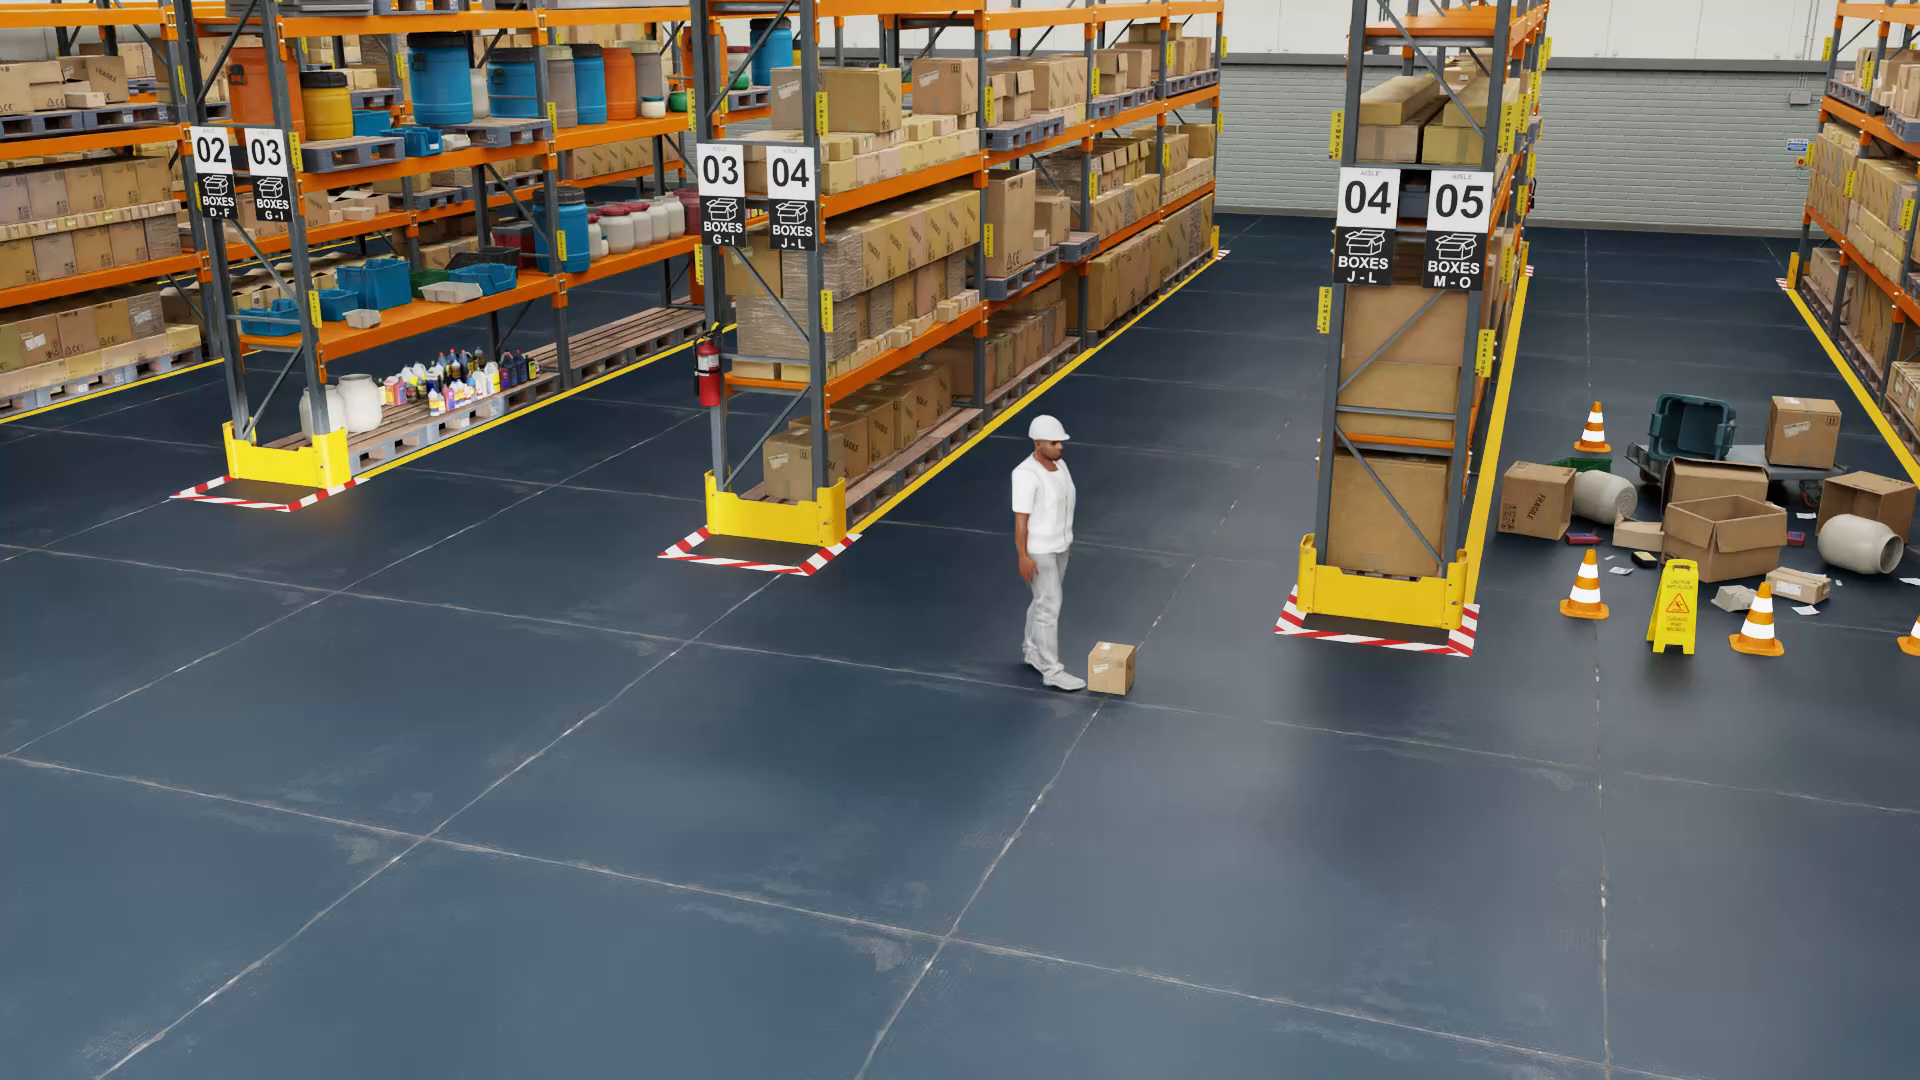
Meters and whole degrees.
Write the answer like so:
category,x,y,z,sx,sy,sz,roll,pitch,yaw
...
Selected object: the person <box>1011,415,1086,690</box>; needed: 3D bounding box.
category,x,y,z,sx,sy,sz,roll,pitch,yaw
person,0.635,0.062,10.829,0.611,1.761,0.576,11,22,30
